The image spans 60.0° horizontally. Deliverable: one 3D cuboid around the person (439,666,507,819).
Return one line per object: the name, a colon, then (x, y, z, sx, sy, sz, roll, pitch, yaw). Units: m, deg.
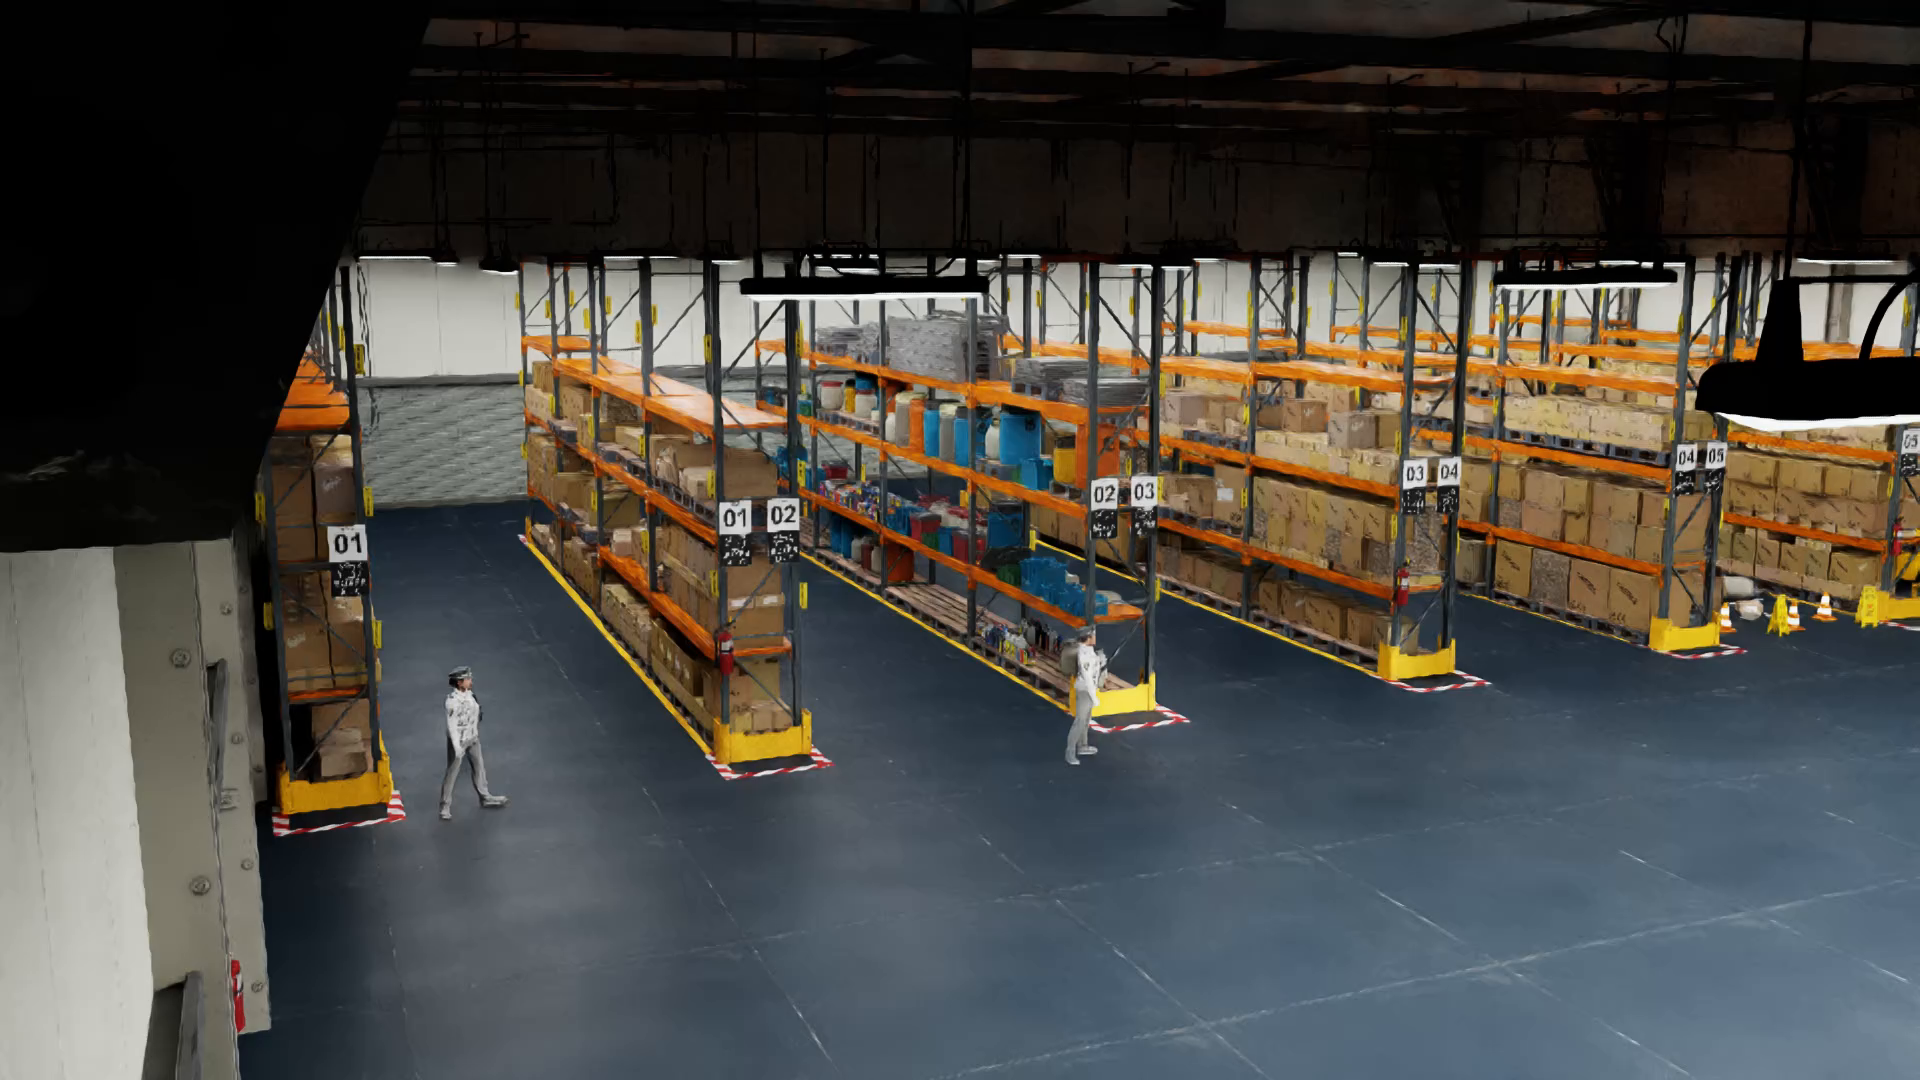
person: (-5.455, 2.191, 18.367, 0.553, 1.672, 0.685, 3, 11, 16)

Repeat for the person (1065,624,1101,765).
person: (1.498, 1.859, 20.233, 0.421, 1.677, 0.634, 1, 10, 5)
